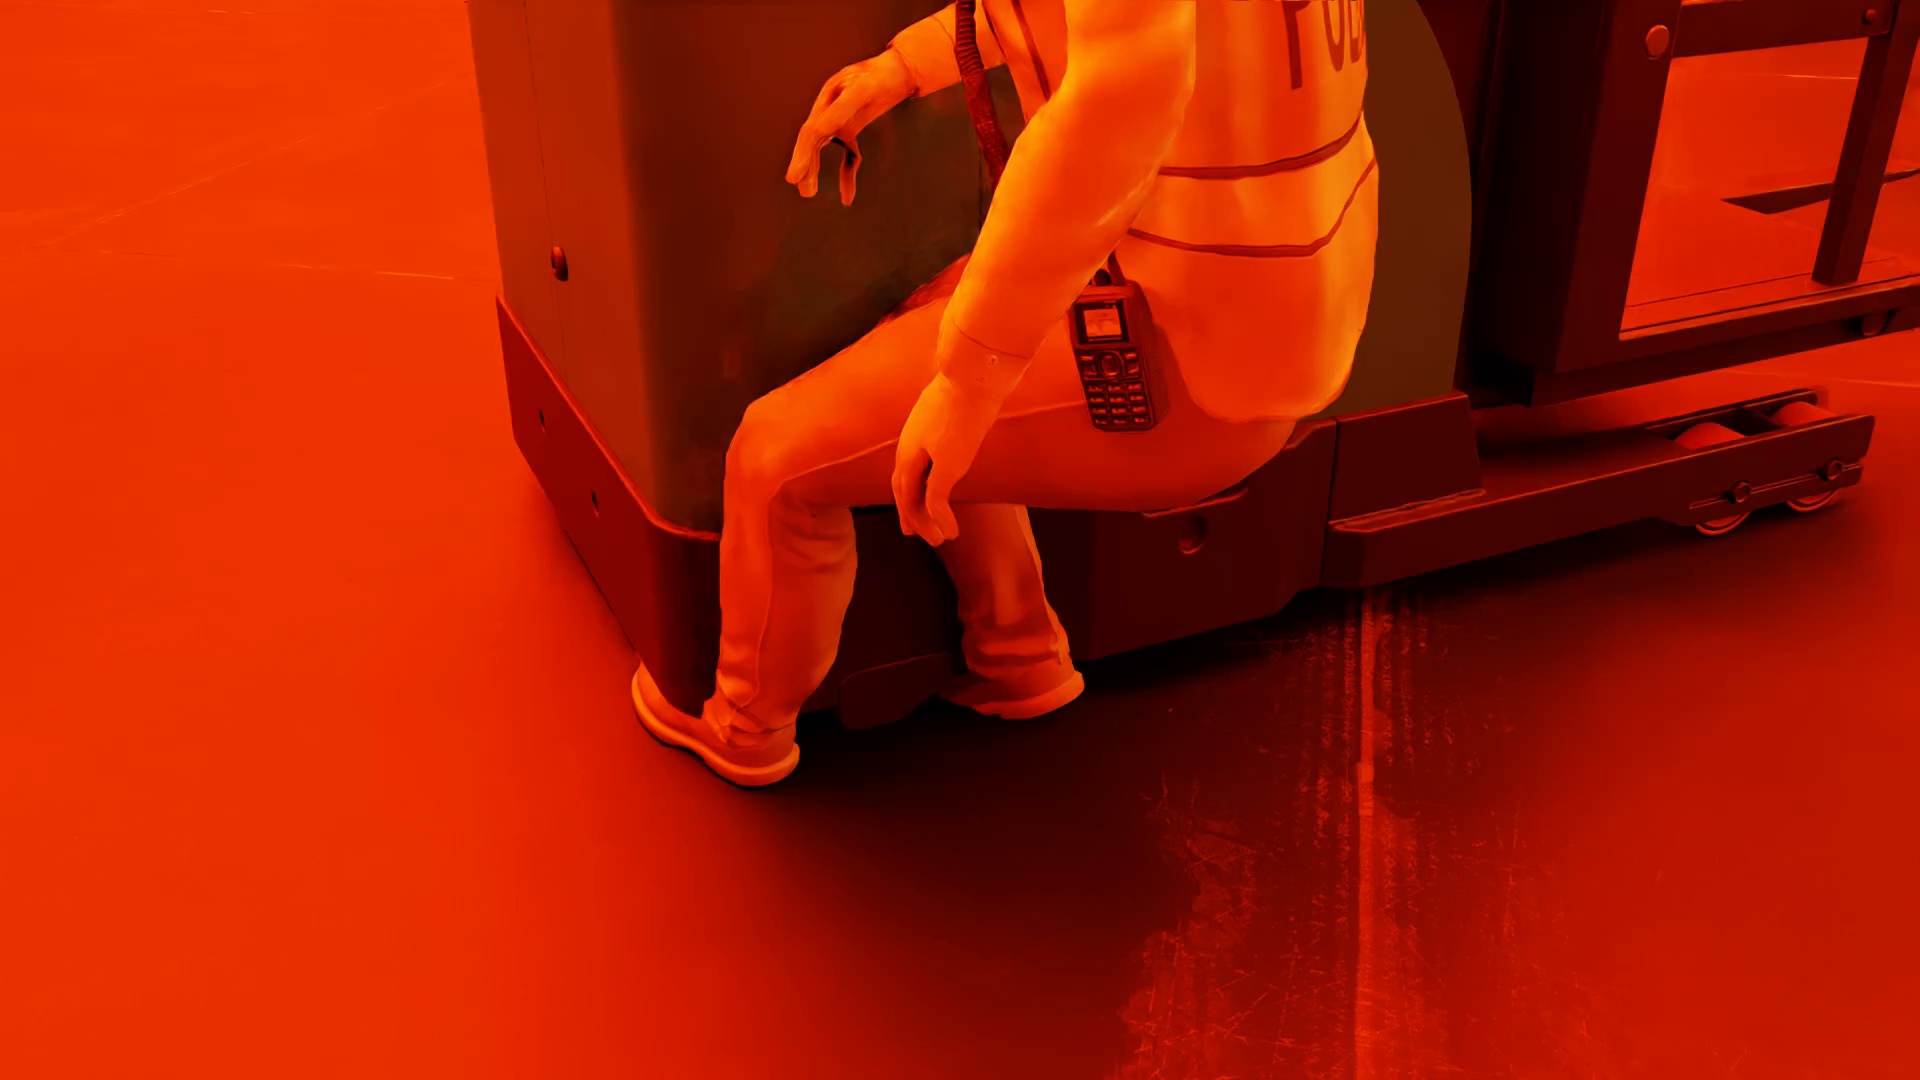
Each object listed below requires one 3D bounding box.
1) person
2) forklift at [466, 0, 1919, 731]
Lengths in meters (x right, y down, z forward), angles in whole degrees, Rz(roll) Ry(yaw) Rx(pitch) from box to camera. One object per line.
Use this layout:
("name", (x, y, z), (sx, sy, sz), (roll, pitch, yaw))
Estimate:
("person", (-0.048, -0.277, 1.568), (0.857, 1.465, 0.738), (10, 28, 19))
("forklift", (0.841, -1.519, 2.256), (3.031, 2.935, 1.130), (-12, 29, -22))
